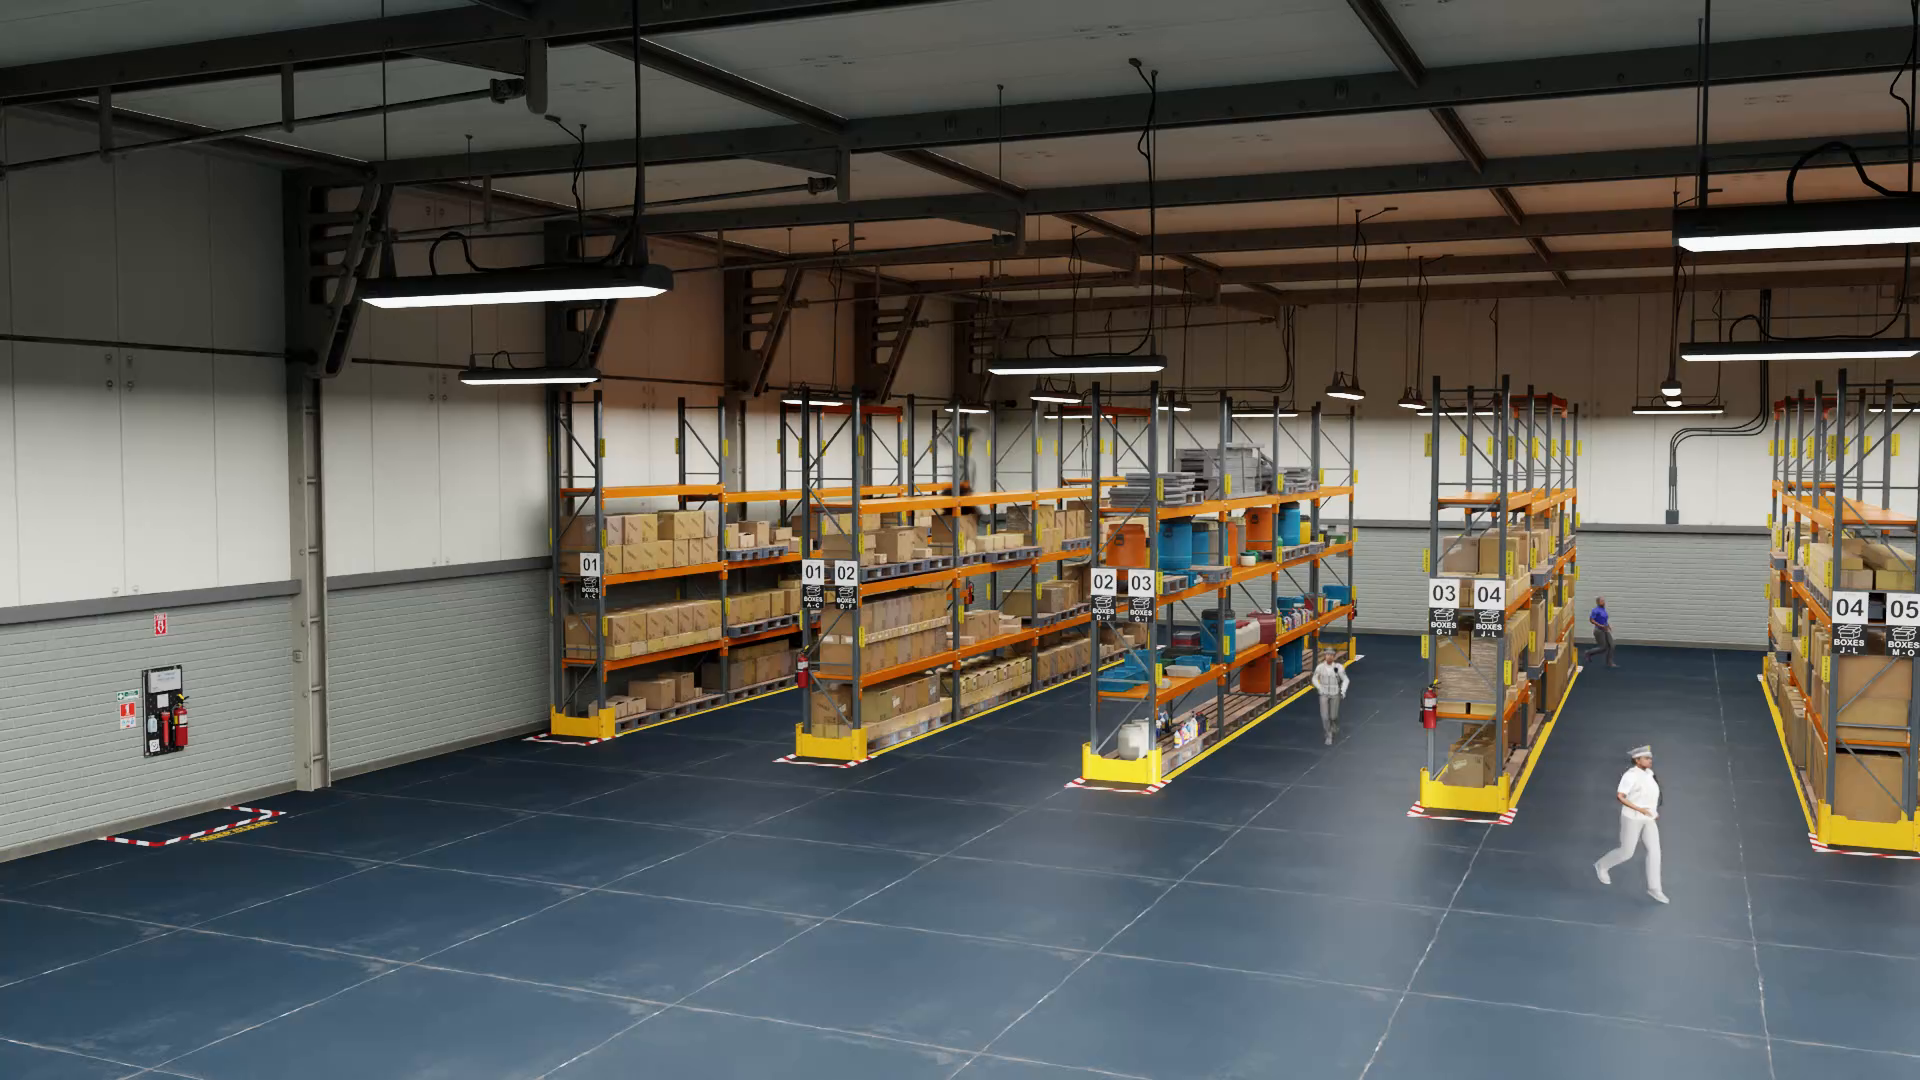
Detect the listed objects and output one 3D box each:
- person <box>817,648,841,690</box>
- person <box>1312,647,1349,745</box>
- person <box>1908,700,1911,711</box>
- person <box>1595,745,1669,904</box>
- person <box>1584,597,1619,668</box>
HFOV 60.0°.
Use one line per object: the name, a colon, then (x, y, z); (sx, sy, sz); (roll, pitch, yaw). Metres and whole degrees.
person: (-2.333, 2.462, 30.677); (0.674, 1.681, 0.782); (1, 3, 18)
person: (6.274, 2.627, 28.219); (0.616, 1.660, 0.554); (1, 3, 17)
person: (17.892, 2.456, 31.233); (0.621, 1.622, 0.760); (1, 3, 20)
person: (7.601, 3.126, 18.608); (0.618, 1.687, 0.958); (-2, 4, -27)
person: (14.651, 2.104, 38.001); (0.638, 1.627, 0.708); (-3, 4, -43)
